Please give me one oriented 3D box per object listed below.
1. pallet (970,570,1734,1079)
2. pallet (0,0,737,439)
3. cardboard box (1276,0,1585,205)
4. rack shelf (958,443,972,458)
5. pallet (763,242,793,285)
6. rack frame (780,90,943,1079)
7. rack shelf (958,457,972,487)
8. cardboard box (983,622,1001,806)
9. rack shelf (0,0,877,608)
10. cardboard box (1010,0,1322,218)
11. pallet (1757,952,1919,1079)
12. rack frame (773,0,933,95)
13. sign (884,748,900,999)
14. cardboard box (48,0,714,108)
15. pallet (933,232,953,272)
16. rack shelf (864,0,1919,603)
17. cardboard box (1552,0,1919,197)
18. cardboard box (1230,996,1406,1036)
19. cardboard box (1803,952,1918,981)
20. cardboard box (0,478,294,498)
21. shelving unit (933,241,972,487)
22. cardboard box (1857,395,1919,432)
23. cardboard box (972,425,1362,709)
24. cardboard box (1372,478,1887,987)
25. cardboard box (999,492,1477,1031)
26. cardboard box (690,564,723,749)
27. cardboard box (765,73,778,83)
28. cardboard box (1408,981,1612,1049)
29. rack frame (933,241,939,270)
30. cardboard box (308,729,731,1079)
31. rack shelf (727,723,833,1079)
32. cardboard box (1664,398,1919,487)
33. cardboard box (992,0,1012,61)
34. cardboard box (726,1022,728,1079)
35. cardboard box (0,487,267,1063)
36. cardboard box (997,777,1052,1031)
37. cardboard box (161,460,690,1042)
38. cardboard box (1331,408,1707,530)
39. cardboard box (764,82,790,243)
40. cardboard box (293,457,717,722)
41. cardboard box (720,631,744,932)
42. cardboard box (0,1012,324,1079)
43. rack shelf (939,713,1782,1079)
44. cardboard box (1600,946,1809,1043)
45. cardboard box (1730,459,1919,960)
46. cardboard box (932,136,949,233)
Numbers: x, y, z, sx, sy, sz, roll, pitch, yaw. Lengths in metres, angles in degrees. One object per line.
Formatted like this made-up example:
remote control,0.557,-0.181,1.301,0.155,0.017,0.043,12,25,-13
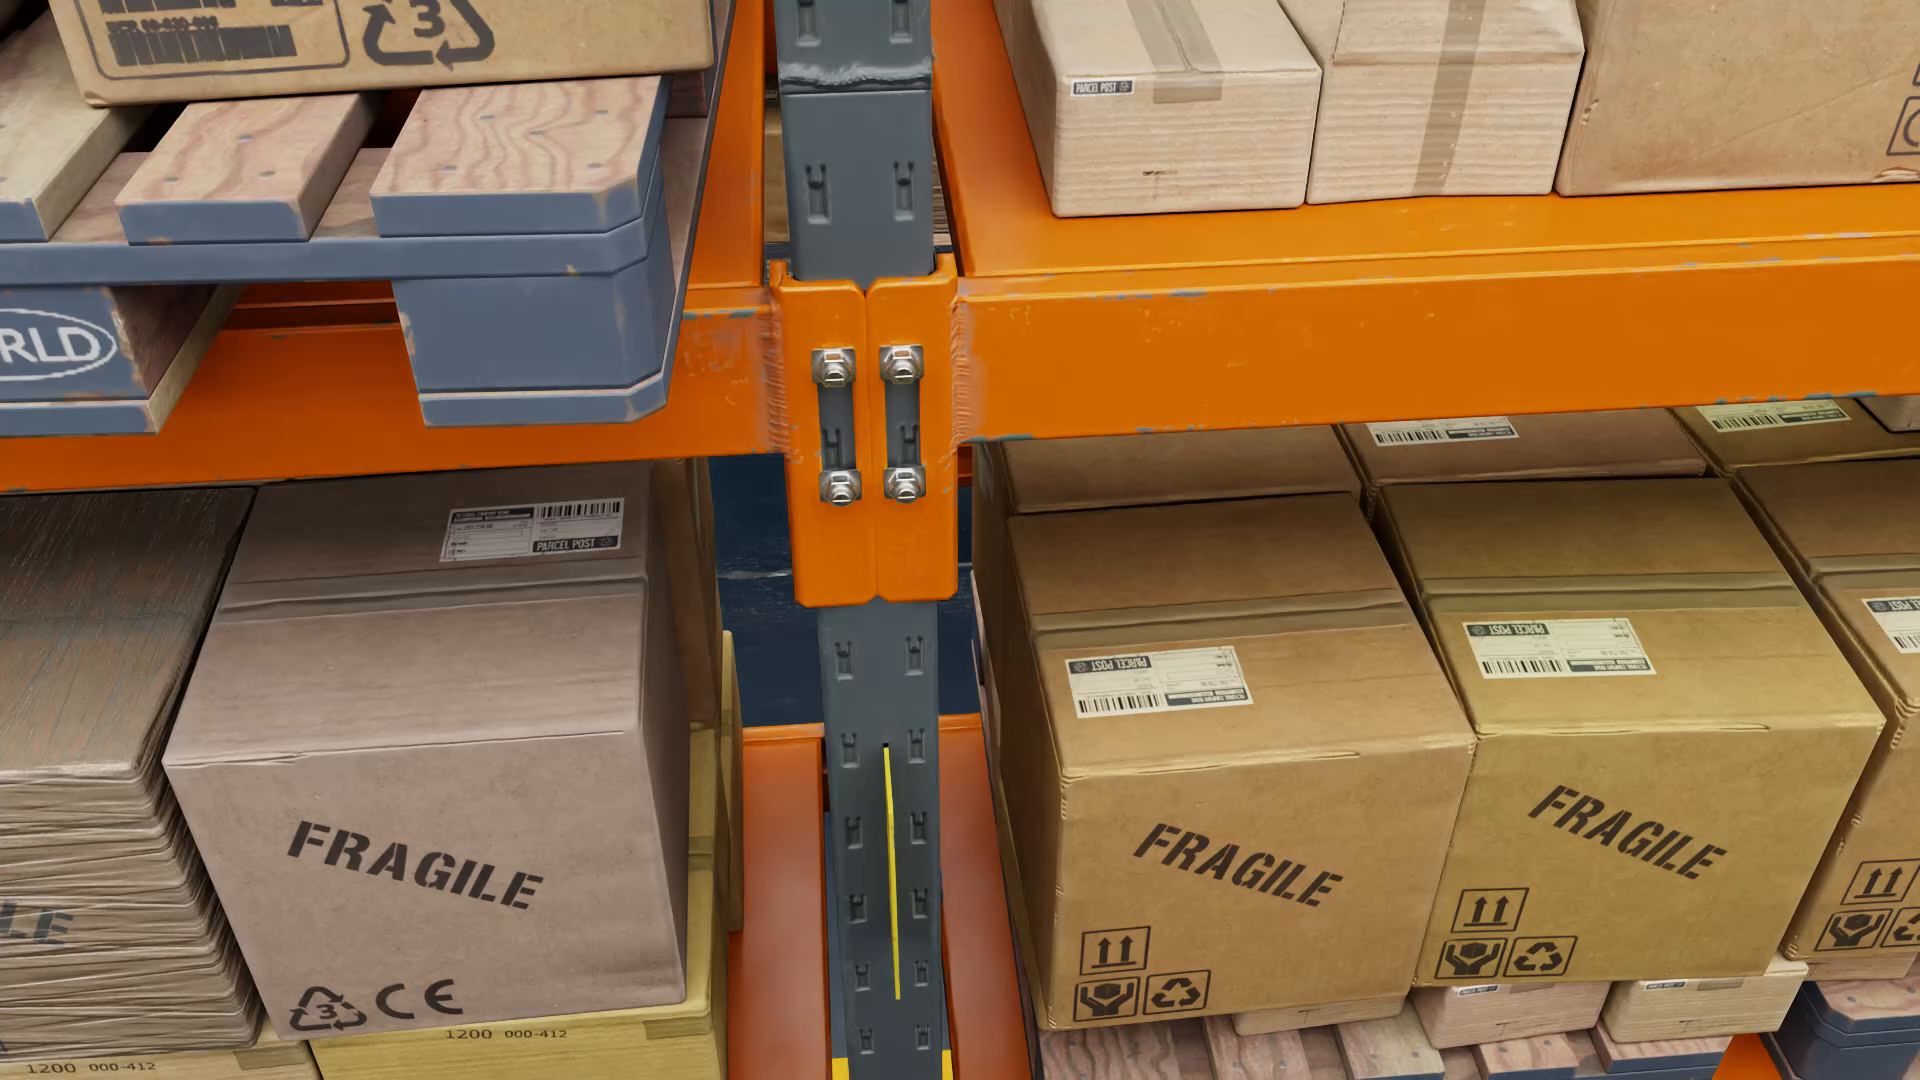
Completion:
pallet,0.570,0.469,2.889,1.003,0.211,1.213,-3,38,-4
pallet,-0.767,-0.537,1.740,1.003,0.211,1.213,-1,38,-2
cardboard box,0.453,-0.553,1.716,0.258,0.266,0.396,-3,38,-4
rack shelf,0.014,-0.343,5.481,0.180,0.103,0.258,-3,38,-4
pallet,-1.320,-1.451,7.419,1.213,0.211,1.003,-3,38,-4
rack frame,-0.130,0.499,2.697,0.127,3.000,1.000,-3,38,-4
rack shelf,0.014,-0.249,5.556,0.180,0.103,0.258,-3,38,-4
cardboard box,0.176,0.269,2.851,0.250,0.149,0.380,-2,38,-2
rack shelf,-2.122,-0.287,1.851,4.000,0.370,1.077,-3,38,-4
cardboard box,0.199,-0.493,1.734,0.250,0.149,0.380,-3,38,-4
pallet,1.838,0.440,2.926,1.213,0.211,1.003,-3,38,-4
rack frame,-0.130,-1.857,0.838,0.127,3.000,1.000,-3,38,-4
sign,-0.078,0.386,1.904,0.005,0.325,0.100,-3,38,-4
cardboard box,-0.492,-0.771,1.461,0.637,0.503,0.797,-5,39,-7
pallet,0.250,-1.490,7.468,1.213,0.211,1.003,-3,38,-4
rack shelf,1.862,-0.506,2.129,4.000,0.370,1.077,-3,38,-4
cardboard box,0.815,-0.764,1.795,0.500,0.500,0.700,-3,38,-4
cardboard box,0.495,0.534,2.515,0.250,0.149,0.380,-5,39,-7
cardboard box,1.280,0.484,2.579,0.250,0.149,0.380,-1,38,-1
cardboard box,-1.136,-0.024,2.471,0.500,0.500,0.500,-3,38,-4
shelving unit,0.014,-0.472,5.379,0.189,1.200,0.258,-3,38,-4
cardboard box,1.474,-0.341,2.577,0.250,0.149,0.380,-5,39,-6
cardboard box,0.298,-0.019,2.692,0.500,0.500,0.500,-4,38,-5
cardboard box,0.857,0.263,2.335,0.500,0.500,0.500,-1,38,-2
cardboard box,0.339,0.296,2.294,0.500,0.500,0.500,-4,38,-5
cardboard box,-0.657,0.237,2.746,0.500,0.250,0.500,-3,38,-4
cardboard box,-1.018,-1.897,7.412,0.500,0.500,0.500,-2,38,-2
cardboard box,0.771,0.548,2.498,0.250,0.149,0.380,-6,39,-7
rack frame,-0.077,-0.467,5.373,0.006,1.200,0.240,-3,38,-4
cardboard box,-0.590,0.545,2.356,0.500,0.250,0.500,-3,38,-4
rack shelf,-2.122,0.891,2.780,4.000,0.370,1.077,-3,38,-4
cardboard box,1.315,-0.082,2.773,0.500,0.500,0.500,-6,39,-7
cardboard box,0.165,-0.727,2.031,0.250,0.149,0.380,-3,38,-4
cardboard box,-0.611,0.745,2.505,0.500,0.250,0.500,-4,38,-6
cardboard box,-1.132,0.290,2.073,0.500,0.500,0.500,-3,38,-3
cardboard box,0.210,0.529,2.521,0.250,0.149,0.380,-5,39,-7
cardboard box,-0.622,0.257,2.115,0.500,0.500,0.500,-4,38,-5
cardboard box,0.812,-0.054,2.737,0.500,0.500,0.500,-4,38,-5
cardboard box,-0.976,-1.592,7.024,0.500,0.500,0.500,-2,38,-3
cardboard box,-0.643,-0.057,2.513,0.500,0.500,0.500,-4,38,-5
cardboard box,-0.640,0.429,2.906,0.500,0.250,0.500,-4,38,-5
cardboard box,-1.100,0.575,2.317,0.500,0.250,0.500,-4,38,-5
rack shelf,1.862,0.671,3.058,4.000,0.370,1.077,-3,38,-4
cardboard box,1.047,0.546,2.501,0.250,0.149,0.380,-3,38,-4
cardboard box,1.385,0.230,2.378,0.500,0.500,0.500,-3,38,-3
cardboard box,0.049,-1.822,7.216,0.625,0.625,0.875,-2,38,-3
